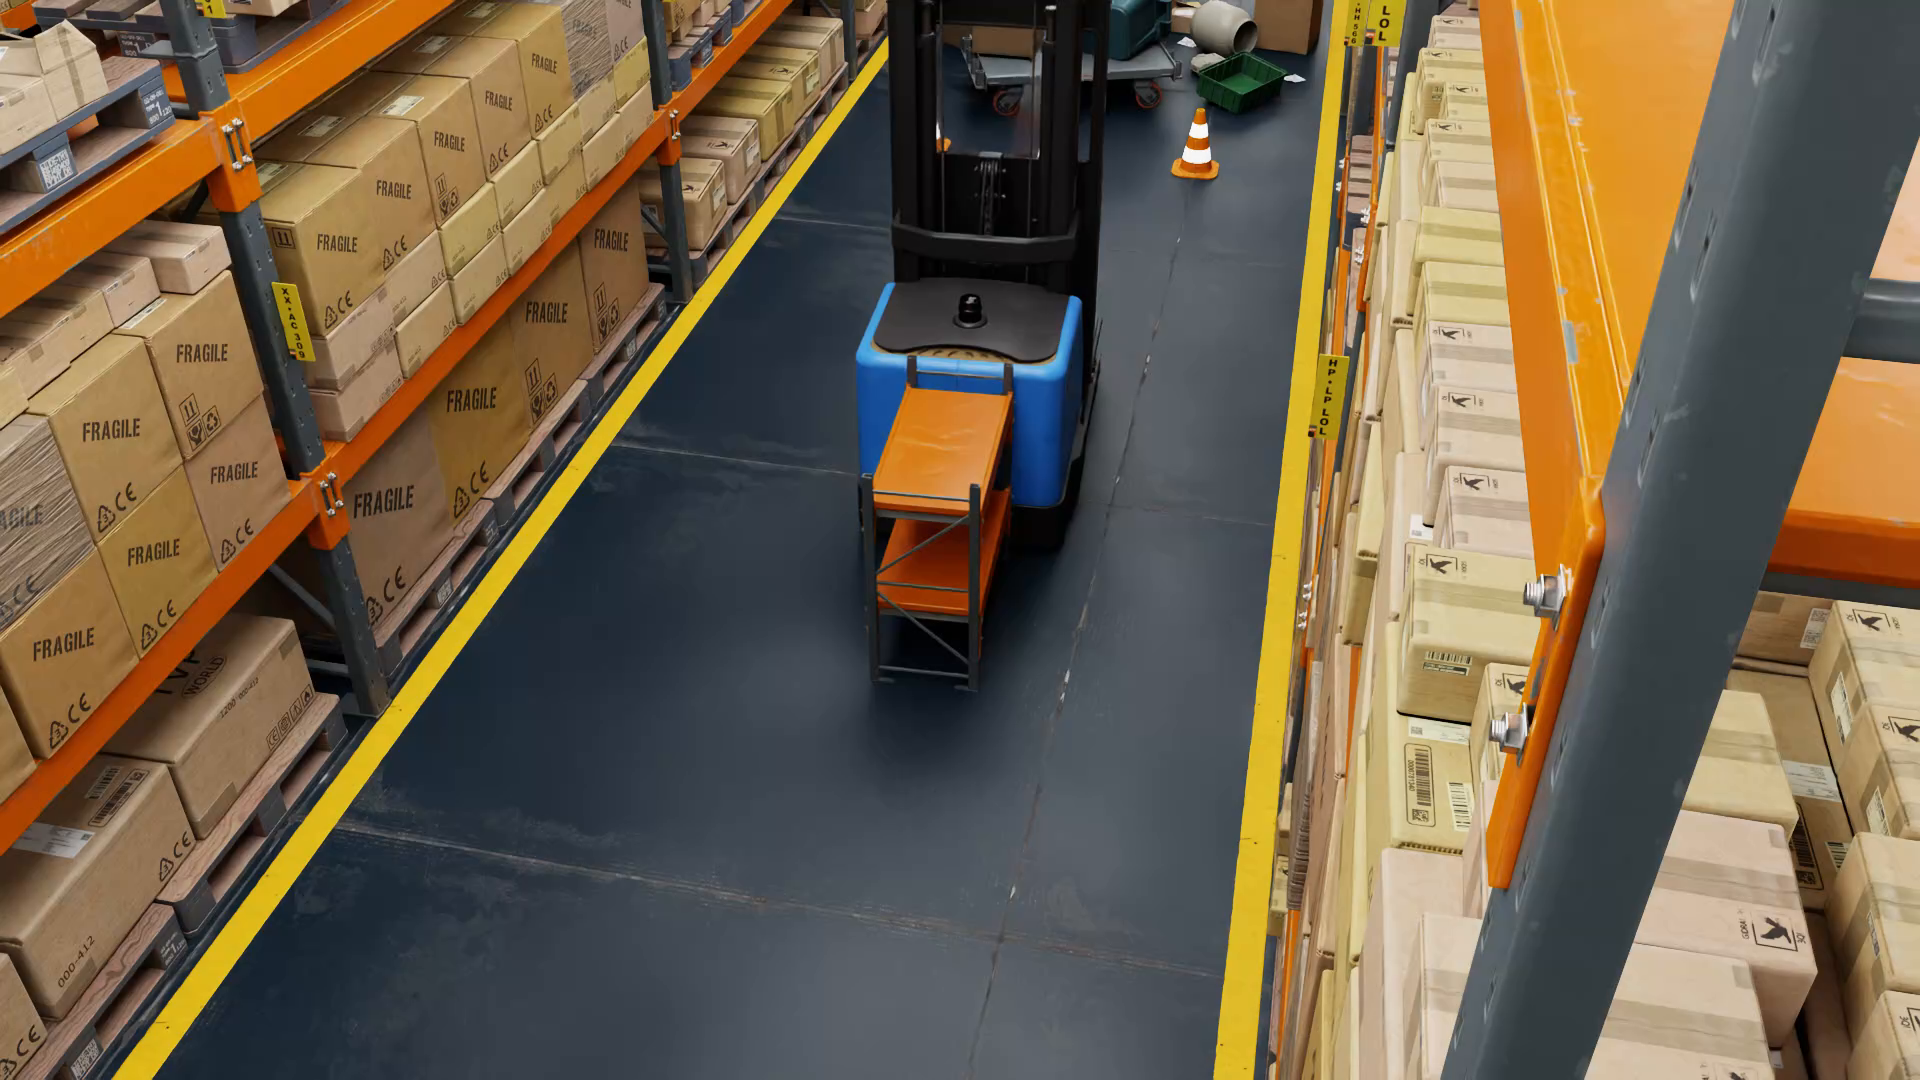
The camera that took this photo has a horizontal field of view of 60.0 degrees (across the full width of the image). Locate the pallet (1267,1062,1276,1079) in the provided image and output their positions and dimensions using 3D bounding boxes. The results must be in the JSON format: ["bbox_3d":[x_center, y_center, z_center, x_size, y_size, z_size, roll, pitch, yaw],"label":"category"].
[{"bbox_3d":[1.426,2.273,5.203,1.003,0.211,1.213,7,37,10],"label":"pallet"}]

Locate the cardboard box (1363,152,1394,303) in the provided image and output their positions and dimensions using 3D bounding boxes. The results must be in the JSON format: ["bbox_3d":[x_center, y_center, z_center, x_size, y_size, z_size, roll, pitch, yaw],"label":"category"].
[{"bbox_3d":[1.436,-0.868,4.734,0.500,0.250,0.500,9,37,12],"label":"cardboard box"}]

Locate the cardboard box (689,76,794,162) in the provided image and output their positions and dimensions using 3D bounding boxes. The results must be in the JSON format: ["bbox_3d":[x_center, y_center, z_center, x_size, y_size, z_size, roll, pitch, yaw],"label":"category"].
[{"bbox_3d":[-1.762,-3.089,12.108,0.950,0.372,0.625,8,37,12],"label":"cardboard box"}]

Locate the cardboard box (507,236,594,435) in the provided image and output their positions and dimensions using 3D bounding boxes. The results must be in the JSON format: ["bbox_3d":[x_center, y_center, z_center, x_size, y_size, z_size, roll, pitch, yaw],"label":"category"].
[{"bbox_3d":[-2.633,-1.216,9.094,0.875,0.875,0.875,8,37,11],"label":"cardboard box"}]

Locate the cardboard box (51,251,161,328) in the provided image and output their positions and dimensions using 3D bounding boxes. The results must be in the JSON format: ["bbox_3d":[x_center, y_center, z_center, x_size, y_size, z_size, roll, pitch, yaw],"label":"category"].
[{"bbox_3d":[-2.981,-0.863,5.665,0.380,0.149,0.250,8,37,11],"label":"cardboard box"}]

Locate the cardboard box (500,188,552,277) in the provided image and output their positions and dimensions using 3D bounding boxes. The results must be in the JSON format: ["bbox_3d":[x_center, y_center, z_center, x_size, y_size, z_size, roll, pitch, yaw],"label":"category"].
[{"bbox_3d":[-2.362,-1.542,8.219,0.500,0.250,0.500,7,36,9],"label":"cardboard box"}]

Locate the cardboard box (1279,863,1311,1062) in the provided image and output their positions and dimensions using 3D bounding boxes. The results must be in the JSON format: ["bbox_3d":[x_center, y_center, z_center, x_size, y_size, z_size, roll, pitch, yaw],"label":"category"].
[{"bbox_3d":[1.114,1.025,4.212,0.500,0.500,0.500,9,37,12],"label":"cardboard box"}]

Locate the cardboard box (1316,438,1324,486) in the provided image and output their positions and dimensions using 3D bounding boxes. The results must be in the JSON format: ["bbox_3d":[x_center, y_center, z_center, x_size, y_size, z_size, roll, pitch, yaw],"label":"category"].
[{"bbox_3d":[1.927,-0.465,7.738,0.500,0.250,0.500,6,36,8],"label":"cardboard box"}]

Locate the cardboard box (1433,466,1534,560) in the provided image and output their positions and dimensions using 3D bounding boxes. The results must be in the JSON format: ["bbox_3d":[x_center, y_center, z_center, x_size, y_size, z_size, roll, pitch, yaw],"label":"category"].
[{"bbox_3d":[0.989,0.022,2.739,0.380,0.149,0.250,7,36,9],"label":"cardboard box"}]

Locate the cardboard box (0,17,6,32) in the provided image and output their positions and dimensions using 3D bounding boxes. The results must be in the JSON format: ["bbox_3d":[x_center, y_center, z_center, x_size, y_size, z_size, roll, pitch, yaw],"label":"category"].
[{"bbox_3d":[-3.395,-1.664,5.175,0.500,0.500,0.500,8,37,11],"label":"cardboard box"}]

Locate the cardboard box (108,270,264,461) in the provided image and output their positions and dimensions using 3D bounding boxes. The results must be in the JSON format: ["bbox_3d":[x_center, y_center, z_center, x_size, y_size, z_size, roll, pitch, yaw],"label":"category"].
[{"bbox_3d":[-2.895,-0.649,5.923,0.500,0.500,0.500,7,37,10],"label":"cardboard box"}]

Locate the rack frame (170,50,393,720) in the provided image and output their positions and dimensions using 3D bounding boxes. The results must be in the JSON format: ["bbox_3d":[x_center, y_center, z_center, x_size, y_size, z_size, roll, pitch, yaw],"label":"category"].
[{"bbox_3d":[-3.064,-0.509,6.667,1.000,3.000,0.127,7,37,10],"label":"rack frame"}]

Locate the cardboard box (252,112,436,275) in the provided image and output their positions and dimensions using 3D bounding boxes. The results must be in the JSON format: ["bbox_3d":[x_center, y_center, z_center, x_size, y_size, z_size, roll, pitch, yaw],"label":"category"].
[{"bbox_3d":[-2.608,-1.466,7.049,0.500,0.500,0.500,7,37,10],"label":"cardboard box"}]

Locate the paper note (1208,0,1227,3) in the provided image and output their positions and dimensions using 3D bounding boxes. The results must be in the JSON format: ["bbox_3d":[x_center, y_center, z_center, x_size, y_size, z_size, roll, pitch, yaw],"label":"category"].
[{"bbox_3d":[2.372,-4.961,15.341,0.144,0.017,0.142,20,41,26],"label":"paper note"}]

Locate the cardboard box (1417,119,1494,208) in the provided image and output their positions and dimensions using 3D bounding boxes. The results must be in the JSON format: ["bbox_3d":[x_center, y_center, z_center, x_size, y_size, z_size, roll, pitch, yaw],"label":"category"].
[{"bbox_3d":[1.305,-0.882,3.987,0.380,0.149,0.250,6,36,9],"label":"cardboard box"}]

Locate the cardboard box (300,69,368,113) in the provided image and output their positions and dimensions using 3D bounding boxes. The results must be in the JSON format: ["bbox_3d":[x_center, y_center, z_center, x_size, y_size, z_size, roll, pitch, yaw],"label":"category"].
[{"bbox_3d":[-2.983,-1.828,7.549,0.500,0.500,0.500,8,37,11],"label":"cardboard box"}]

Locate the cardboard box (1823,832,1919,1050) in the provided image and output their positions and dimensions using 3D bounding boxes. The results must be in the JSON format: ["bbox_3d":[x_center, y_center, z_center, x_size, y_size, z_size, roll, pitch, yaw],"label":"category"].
[{"bbox_3d":[1.302,0.528,2.042,0.380,0.149,0.250,9,37,12],"label":"cardboard box"}]

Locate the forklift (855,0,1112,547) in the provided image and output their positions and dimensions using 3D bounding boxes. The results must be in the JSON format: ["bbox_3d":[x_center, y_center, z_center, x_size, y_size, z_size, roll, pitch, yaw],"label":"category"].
[{"bbox_3d":[0.228,-2.010,8.795,1.130,2.935,3.031,5,36,7],"label":"forklift"}]

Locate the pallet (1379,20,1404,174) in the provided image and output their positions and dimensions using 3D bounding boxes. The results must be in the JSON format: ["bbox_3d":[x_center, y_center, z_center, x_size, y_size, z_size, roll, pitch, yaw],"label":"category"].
[{"bbox_3d":[2.029,-1.426,5.535,1.213,0.211,1.003,7,37,10],"label":"pallet"}]

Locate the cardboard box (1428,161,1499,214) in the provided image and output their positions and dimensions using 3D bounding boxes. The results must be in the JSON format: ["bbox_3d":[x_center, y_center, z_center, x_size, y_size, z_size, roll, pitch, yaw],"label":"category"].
[{"bbox_3d":[1.270,-0.731,3.779,0.380,0.149,0.250,6,36,8],"label":"cardboard box"}]

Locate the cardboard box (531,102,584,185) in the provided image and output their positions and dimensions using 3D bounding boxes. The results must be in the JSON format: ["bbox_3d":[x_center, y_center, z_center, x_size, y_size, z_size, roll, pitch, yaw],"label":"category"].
[{"bbox_3d":[-2.260,-2.044,8.486,0.500,0.250,0.500,6,36,9],"label":"cardboard box"}]

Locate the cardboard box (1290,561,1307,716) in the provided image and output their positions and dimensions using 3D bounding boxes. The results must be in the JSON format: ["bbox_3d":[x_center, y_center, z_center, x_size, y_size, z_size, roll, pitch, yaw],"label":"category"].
[{"bbox_3d":[1.705,0.440,7.130,0.500,0.500,0.500,7,36,9],"label":"cardboard box"}]

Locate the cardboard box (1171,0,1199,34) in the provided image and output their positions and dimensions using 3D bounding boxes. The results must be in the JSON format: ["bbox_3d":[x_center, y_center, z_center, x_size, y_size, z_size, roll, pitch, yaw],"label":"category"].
[{"bbox_3d":[2.070,-4.642,14.699,0.396,0.266,0.258,14,38,18],"label":"cardboard box"}]

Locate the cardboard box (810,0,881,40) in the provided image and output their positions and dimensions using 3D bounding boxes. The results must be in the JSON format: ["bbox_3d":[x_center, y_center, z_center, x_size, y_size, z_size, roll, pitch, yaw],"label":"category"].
[{"bbox_3d":[-0.966,-4.457,14.098,0.500,0.250,0.500,6,36,8],"label":"cardboard box"}]

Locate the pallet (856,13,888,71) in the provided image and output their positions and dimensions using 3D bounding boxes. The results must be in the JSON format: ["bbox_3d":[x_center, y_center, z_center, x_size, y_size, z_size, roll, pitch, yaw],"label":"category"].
[{"bbox_3d":[-1.247,-4.356,14.350,1.003,0.211,1.213,7,37,10],"label":"pallet"}]

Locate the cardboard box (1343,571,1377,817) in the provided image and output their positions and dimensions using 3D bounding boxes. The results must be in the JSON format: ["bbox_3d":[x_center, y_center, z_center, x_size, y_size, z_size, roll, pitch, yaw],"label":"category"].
[{"bbox_3d":[0.998,0.323,3.091,0.500,0.250,0.500,9,37,12],"label":"cardboard box"}]

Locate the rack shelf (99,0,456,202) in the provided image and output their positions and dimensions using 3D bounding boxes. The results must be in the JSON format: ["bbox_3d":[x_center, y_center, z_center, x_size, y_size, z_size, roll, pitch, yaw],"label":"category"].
[{"bbox_3d":[-2.637,-2.579,7.579,1.077,0.370,4.000,7,37,10],"label":"rack shelf"}]

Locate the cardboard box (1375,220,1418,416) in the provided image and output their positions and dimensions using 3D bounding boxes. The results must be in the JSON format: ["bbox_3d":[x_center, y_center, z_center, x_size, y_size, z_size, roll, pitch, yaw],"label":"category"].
[{"bbox_3d":[1.224,-0.485,3.779,0.500,0.250,0.500,8,37,11],"label":"cardboard box"}]

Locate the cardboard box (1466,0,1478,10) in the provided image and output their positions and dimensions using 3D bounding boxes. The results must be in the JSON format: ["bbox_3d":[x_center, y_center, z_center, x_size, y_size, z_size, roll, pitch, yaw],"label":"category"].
[{"bbox_3d":[2.251,-2.242,6.056,0.797,0.503,0.637,7,36,9],"label":"cardboard box"}]

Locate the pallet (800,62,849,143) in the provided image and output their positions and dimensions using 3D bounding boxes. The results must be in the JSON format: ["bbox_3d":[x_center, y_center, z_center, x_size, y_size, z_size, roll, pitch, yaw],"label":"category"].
[{"bbox_3d":[-1.520,-3.520,13.197,1.003,0.211,1.213,7,37,10],"label":"pallet"}]

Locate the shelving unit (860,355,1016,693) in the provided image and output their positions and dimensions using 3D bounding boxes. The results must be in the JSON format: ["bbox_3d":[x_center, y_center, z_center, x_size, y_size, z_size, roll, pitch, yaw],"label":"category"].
[{"bbox_3d":[-0.082,-0.087,7.682,0.538,1.125,1.048,5,36,7],"label":"shelving unit"}]

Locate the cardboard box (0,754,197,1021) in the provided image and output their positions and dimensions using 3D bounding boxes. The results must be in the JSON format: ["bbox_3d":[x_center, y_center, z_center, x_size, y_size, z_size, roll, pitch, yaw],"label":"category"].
[{"bbox_3d":[-3.494,1.218,6.109,0.875,0.438,0.875,6,36,9],"label":"cardboard box"}]

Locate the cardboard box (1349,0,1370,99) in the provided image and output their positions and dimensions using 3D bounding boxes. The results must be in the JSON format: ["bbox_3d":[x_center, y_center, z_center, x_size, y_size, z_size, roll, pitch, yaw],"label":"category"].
[{"bbox_3d":[2.589,-2.858,9.822,0.500,0.500,0.500,7,37,10],"label":"cardboard box"}]

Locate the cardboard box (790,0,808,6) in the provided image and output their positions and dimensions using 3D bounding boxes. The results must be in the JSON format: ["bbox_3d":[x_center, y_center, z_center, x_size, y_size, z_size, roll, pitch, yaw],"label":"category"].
[{"bbox_3d":[-1.491,-4.829,13.973,0.500,0.500,0.500,7,36,9],"label":"cardboard box"}]

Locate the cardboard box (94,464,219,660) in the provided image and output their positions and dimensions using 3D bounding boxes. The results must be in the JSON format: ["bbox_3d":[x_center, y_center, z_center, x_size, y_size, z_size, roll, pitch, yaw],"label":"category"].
[{"bbox_3d":[-3.018,0.044,5.818,0.500,0.500,0.500,6,36,9],"label":"cardboard box"}]

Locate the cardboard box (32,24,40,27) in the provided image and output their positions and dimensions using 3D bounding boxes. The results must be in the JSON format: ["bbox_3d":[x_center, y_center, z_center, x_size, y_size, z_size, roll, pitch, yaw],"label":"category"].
[{"bbox_3d":[-6.638,-3.748,12.802,0.875,0.625,0.625,6,36,8],"label":"cardboard box"}]

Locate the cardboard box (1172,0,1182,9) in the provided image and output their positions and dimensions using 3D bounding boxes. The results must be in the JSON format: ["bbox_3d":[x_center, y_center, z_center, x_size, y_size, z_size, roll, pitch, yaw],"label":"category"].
[{"bbox_3d":[1.597,-5.054,15.064,0.797,0.503,0.637,-17,39,-22],"label":"cardboard box"}]

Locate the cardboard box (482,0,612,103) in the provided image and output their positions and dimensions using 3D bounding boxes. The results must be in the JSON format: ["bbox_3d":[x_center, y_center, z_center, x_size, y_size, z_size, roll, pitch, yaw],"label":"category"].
[{"bbox_3d":[-2.166,-2.623,8.646,0.500,0.500,0.500,8,37,11],"label":"cardboard box"}]

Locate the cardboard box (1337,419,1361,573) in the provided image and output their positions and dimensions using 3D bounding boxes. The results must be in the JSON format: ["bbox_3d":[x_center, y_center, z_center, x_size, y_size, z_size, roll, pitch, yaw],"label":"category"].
[{"bbox_3d":[1.363,0.015,4.753,0.500,0.500,0.500,6,36,9],"label":"cardboard box"}]

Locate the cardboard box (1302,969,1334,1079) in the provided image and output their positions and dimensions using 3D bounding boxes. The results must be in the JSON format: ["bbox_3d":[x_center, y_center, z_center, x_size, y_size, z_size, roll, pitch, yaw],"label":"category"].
[{"bbox_3d":[0.902,1.197,3.122,0.500,0.500,0.500,6,36,8],"label":"cardboard box"}]

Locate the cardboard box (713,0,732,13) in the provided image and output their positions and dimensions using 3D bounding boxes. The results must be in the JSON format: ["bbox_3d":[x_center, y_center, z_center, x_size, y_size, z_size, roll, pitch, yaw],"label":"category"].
[{"bbox_3d":[-1.683,-3.498,10.646,0.380,0.149,0.250,8,37,10],"label":"cardboard box"}]

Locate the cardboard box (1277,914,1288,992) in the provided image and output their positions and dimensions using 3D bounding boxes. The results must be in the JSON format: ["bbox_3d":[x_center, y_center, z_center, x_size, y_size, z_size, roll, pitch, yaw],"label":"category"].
[{"bbox_3d":[1.342,1.508,5.955,0.380,0.149,0.250,7,37,10],"label":"cardboard box"}]

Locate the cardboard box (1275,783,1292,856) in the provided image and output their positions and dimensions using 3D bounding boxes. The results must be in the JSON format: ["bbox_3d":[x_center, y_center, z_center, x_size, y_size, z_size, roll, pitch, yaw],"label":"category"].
[{"bbox_3d":[1.403,1.085,6.285,0.380,0.149,0.250,9,37,12],"label":"cardboard box"}]

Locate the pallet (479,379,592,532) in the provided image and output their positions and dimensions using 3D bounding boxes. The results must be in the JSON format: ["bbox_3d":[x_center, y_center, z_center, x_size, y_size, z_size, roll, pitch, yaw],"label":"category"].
[{"bbox_3d":[-2.715,-0.533,9.076,1.003,0.211,1.213,7,37,10],"label":"pallet"}]

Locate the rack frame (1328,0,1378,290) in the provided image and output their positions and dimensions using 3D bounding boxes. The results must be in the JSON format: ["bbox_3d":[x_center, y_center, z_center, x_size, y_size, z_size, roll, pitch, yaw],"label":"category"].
[{"bbox_3d":[2.648,-2.240,9.054,1.000,3.000,0.127,7,37,10],"label":"rack frame"}]

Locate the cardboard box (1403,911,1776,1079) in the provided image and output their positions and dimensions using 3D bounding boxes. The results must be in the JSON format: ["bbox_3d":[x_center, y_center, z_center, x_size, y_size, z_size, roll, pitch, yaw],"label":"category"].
[{"bbox_3d":[0.723,0.601,1.940,0.380,0.149,0.250,7,37,10],"label":"cardboard box"}]

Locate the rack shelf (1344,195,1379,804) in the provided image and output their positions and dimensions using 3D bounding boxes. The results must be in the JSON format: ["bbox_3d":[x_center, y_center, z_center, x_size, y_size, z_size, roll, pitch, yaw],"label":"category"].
[{"bbox_3d":[1.366,0.277,3.639,1.077,0.370,4.000,7,37,10],"label":"rack shelf"}]

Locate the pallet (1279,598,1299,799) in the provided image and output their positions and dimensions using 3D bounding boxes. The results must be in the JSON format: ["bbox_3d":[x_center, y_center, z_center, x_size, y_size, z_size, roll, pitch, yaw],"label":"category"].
[{"bbox_3d":[1.958,0.736,7.325,1.003,0.211,1.213,7,37,10],"label":"pallet"}]

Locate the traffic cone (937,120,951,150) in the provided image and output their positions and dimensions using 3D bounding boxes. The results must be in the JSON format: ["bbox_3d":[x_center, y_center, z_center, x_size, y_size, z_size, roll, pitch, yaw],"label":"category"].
[{"bbox_3d":[-0.253,-3.182,12.516,0.336,0.463,0.334,7,37,10],"label":"traffic cone"}]

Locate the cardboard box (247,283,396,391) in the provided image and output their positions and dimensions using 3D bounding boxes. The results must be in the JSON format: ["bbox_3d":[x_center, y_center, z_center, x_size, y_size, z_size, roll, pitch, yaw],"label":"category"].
[{"bbox_3d":[-2.695,-0.868,6.863,0.500,0.250,0.500,6,36,9],"label":"cardboard box"}]

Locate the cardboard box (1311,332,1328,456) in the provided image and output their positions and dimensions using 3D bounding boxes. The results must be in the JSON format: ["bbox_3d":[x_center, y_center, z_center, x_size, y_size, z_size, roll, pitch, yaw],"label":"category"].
[{"bbox_3d":[2.143,-0.736,8.751,0.500,0.500,0.500,8,37,11],"label":"cardboard box"}]

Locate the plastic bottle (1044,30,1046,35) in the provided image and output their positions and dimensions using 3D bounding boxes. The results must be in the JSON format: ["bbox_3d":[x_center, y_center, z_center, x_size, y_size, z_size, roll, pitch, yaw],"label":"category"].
[{"bbox_3d":[0.752,-4.411,14.553,0.133,0.061,0.283,14,38,18],"label":"plastic bottle"}]

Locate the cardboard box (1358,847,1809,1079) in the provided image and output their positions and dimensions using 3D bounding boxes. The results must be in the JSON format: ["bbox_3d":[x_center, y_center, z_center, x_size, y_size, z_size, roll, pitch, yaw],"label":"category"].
[{"bbox_3d":[0.789,0.694,2.152,0.500,0.250,0.500,6,36,9],"label":"cardboard box"}]

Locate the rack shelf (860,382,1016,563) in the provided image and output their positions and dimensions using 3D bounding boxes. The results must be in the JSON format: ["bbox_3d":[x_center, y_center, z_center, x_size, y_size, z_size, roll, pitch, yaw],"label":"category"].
[{"bbox_3d":[-0.082,-0.324,7.510,0.538,0.278,1.000,5,36,7],"label":"rack shelf"}]

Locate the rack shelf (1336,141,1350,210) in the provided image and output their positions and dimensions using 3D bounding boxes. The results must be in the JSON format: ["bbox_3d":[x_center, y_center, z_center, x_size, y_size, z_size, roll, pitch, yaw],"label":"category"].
[{"bbox_3d":[3.075,-3.095,10.848,1.077,0.370,4.000,7,37,10],"label":"rack shelf"}]

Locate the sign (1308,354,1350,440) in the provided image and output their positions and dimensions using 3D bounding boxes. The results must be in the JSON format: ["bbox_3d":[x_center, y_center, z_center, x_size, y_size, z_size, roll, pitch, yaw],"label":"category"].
[{"bbox_3d":[1.250,-0.483,5.644,0.100,0.325,0.005,7,37,10],"label":"sign"}]
